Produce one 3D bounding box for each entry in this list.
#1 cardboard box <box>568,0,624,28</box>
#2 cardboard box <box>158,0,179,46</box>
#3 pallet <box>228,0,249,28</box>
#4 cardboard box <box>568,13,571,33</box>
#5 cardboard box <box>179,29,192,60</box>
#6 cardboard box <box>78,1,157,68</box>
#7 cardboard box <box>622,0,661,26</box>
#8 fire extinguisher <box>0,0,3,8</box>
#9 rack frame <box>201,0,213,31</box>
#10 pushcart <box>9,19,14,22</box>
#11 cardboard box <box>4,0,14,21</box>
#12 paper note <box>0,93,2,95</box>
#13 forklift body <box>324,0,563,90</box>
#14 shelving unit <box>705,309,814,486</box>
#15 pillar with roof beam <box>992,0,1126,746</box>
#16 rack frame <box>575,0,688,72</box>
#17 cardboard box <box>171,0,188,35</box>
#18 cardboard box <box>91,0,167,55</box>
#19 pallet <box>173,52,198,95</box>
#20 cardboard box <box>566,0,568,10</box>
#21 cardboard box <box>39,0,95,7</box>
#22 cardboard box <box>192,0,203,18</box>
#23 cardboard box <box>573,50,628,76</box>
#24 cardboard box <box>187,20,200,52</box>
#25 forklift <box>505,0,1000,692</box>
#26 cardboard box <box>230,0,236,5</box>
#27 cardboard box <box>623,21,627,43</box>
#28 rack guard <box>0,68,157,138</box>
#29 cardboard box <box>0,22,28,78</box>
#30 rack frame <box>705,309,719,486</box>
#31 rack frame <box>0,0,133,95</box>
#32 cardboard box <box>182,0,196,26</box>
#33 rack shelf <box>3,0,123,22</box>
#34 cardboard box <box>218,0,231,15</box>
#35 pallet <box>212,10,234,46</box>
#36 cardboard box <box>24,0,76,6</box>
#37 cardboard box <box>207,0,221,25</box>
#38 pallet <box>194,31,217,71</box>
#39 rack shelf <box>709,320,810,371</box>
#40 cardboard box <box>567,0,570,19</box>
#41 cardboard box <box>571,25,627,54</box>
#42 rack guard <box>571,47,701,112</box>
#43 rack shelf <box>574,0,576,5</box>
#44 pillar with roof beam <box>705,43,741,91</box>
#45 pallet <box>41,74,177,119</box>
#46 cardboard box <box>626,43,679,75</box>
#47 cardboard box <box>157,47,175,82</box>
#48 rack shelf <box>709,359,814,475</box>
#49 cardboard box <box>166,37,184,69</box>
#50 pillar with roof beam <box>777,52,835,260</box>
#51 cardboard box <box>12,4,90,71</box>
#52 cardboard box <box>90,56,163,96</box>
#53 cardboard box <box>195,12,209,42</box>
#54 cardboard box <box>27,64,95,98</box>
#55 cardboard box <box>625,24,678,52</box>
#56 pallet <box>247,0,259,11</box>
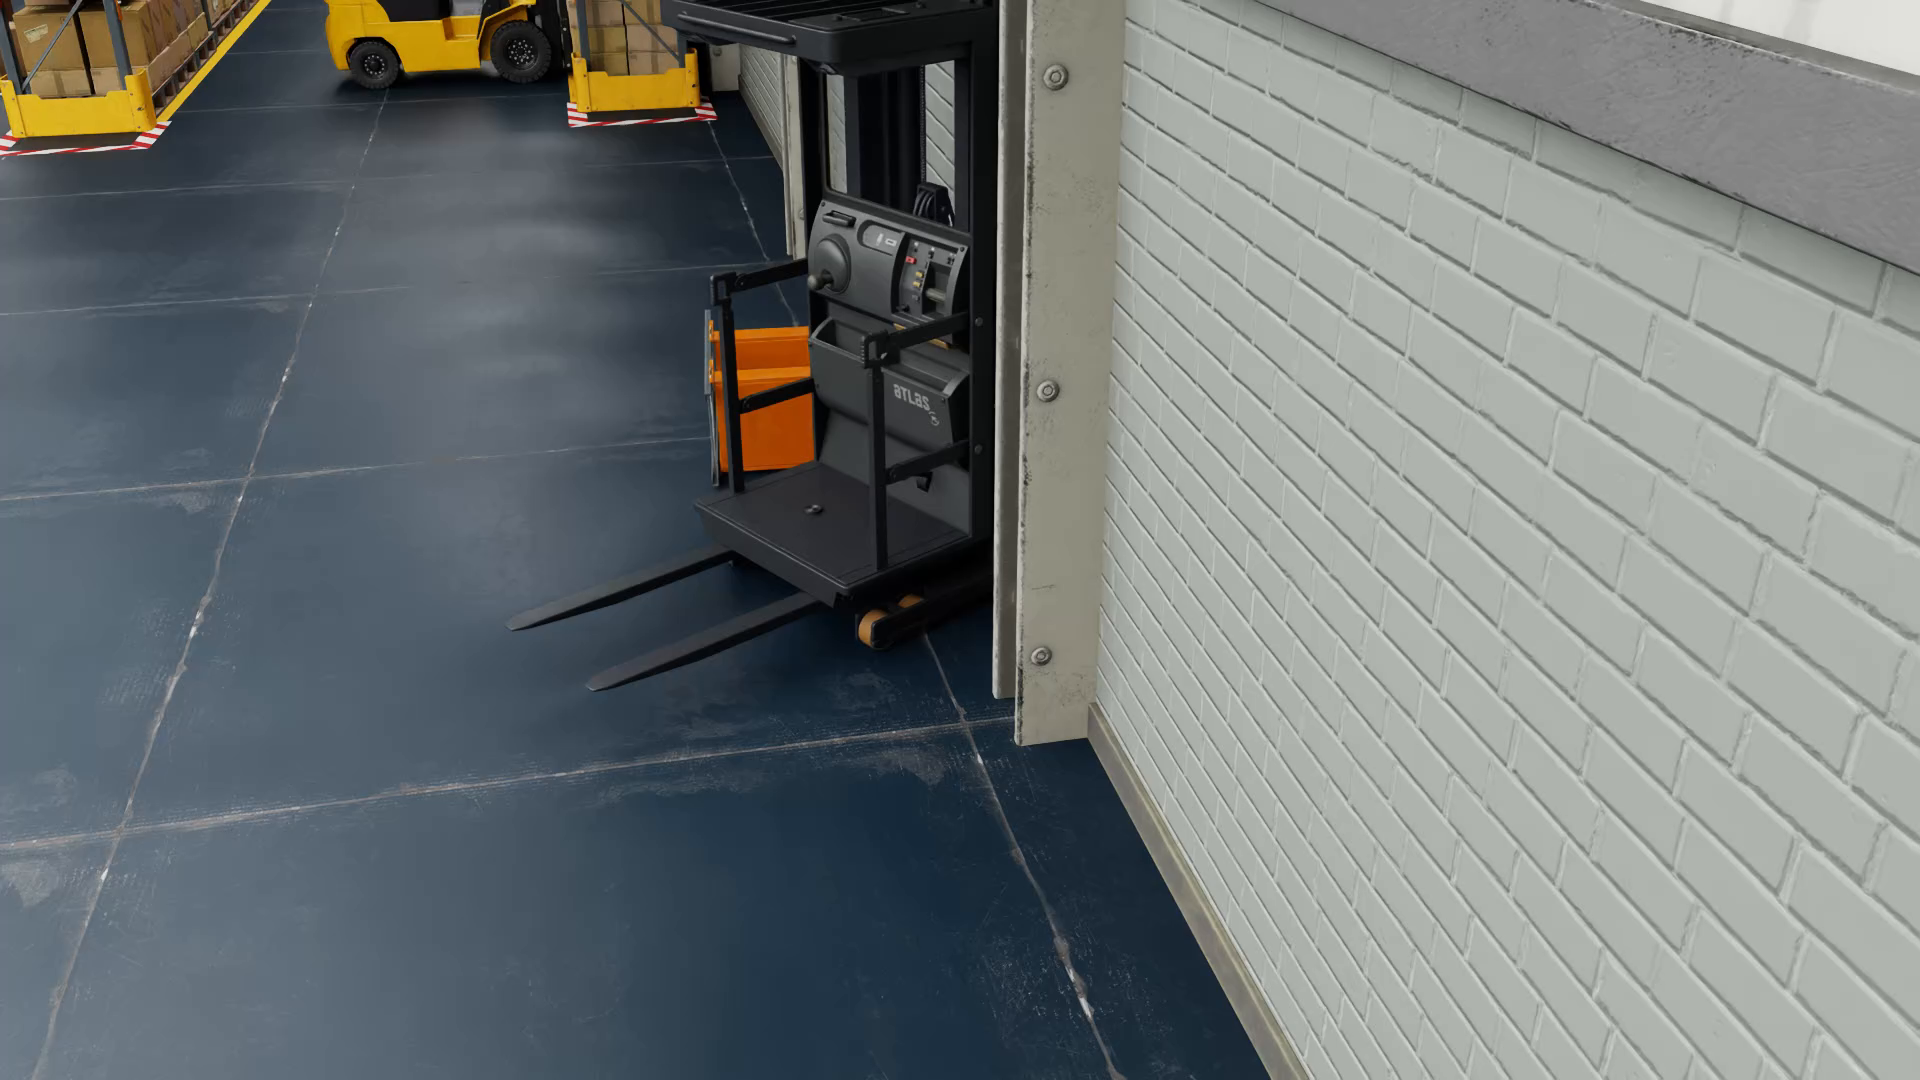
[{"bbox_3d":[-3.511,-5.118,16.037,0.500,0.250,0.500,-5,27,-10],"label":"cardboard box"},{"bbox_3d":[-8.084,-5.173,16.423,0.500,0.500,0.500,-5,27,-11],"label":"cardboard box"},{"bbox_3d":[-9.296,-6.425,20.245,1.003,0.211,1.213,-6,27,-12],"label":"pallet"},{"bbox_3d":[-3.757,-5.352,17.055,0.500,0.250,0.500,-7,28,-13],"label":"cardboard box"},{"bbox_3d":[-8.205,-5.063,17.037,0.500,0.250,0.500,-6,27,-11],"label":"cardboard box"},{"bbox_3d":[-7.857,-4.723,15.531,0.500,0.500,0.500,-7,28,-13],"label":"cardboard box"},{"bbox_3d":[-3.028,-5.178,16.155,0.500,0.250,0.500,-6,27,-12],"label":"cardboard box"},{"bbox_3d":[-8.362,-4.904,14.223,0.296,0.674,0.183,-6,27,-12],"label":"fire extinguisher"},{"bbox_3d":[-8.840,-6.791,17.877,1.000,3.000,0.127,-6,27,-12],"label":"rack frame"},{"bbox_3d":[-11.050,-5.367,17.965,1.648,0.377,0.936,-16,31,-29],"label":"pushcart"},{"bbox_3d":[-10.568,-5.820,17.885,0.500,0.500,0.500,-6,27,-12],"label":"cardboard box"},{"bbox_3d":[-9.475,-4.434,16.500,0.142,0.019,0.148,-16,31,-29],"label":"paper note"},{"bbox_3d":[-5.309,-5.809,16.873,2.313,2.155,1.214,-6,27,-12],"label":"forklift body"},{"bbox_3d":[-0.782,-0.789,8.666,1.048,0.538,1.125,-4,29,-6],"label":"shelving unit"},{"bbox_3d":[-3.873,-2.911,3.531,9.100,9.000,0.400,-6,27,-12],"label":"pillar with roof beam"},{"bbox_3d":[-3.104,-5.541,15.399,1.000,3.000,0.127,-6,27,-12],"label":"rack frame"},{"bbox_3d":[-8.213,-5.407,16.886,0.500,0.500,0.500,-5,27,-9],"label":"cardboard box"},{"bbox_3d":[-7.979,-4.952,15.985,0.500,0.500,0.500,-7,28,-14],"label":"cardboard box"},{"bbox_3d":[-8.376,-4.719,16.865,1.003,0.211,1.213,-6,27,-12],"label":"pallet"},{"bbox_3d":[-3.756,-5.562,16.917,0.500,0.250,0.500,-6,27,-11],"label":"cardboard box"},{"bbox_3d":[-8.494,-4.884,15.851,0.500,0.500,0.500,-5,27,-10],"label":"cardboard box"},{"bbox_3d":[-8.446,-5.854,17.772,0.500,0.500,0.500,-6,27,-12],"label":"cardboard box"},{"bbox_3d":[-3.517,-4.675,16.269,0.500,0.250,0.500,-6,27,-11],"label":"cardboard box"},{"bbox_3d":[-8.315,-5.286,17.480,0.500,0.250,0.500,-7,28,-13],"label":"cardboard box"},{"bbox_3d":[-0.461,-1.120,6.716,3.031,2.935,1.130,-22,34,-37],"label":"forklift"},{"bbox_3d":[-9.285,-6.656,20.059,0.950,0.372,0.625,-5,27,-10],"label":"cardboard box"},{"bbox_3d":[-3.131,-5.171,16.696,0.500,0.250,0.500,-6,27,-12],"label":"cardboard box"},{"bbox_3d":[-7.956,-3.953,15.027,1.175,0.500,0.348,-6,27,-12],"label":"rack guard"},{"bbox_3d":[-9.925,-5.068,17.233,0.500,0.500,0.500,13,30,24],"label":"cardboard box"},{"bbox_3d":[-1.286,-0.755,8.609,0.032,0.500,1.125,-4,29,-6],"label":"rack frame"},{"bbox_3d":[-7.939,-5.035,14.397,1.000,3.000,0.127,-6,27,-12],"label":"rack frame"},{"bbox_3d":[-8.329,-5.631,17.330,0.500,0.500,0.500,-5,27,-11],"label":"cardboard box"},{"bbox_3d":[-8.390,-5.592,16.299,1.077,0.370,4.000,-6,27,-12],"label":"rack shelf"},{"bbox_3d":[-9.126,-6.351,19.454,0.950,0.372,0.625,-4,27,-8],"label":"cardboard box"},{"bbox_3d":[-9.017,-5.888,19.182,1.003,0.211,1.213,-6,27,-12],"label":"pallet"},{"bbox_3d":[-8.522,-5.099,15.557,0.380,0.149,0.250,-5,27,-10],"label":"cardboard box"},{"bbox_3d":[-8.961,-6.036,18.830,0.950,0.372,0.625,-6,27,-11],"label":"cardboard box"},{"bbox_3d":[-8.655,-5.255,17.928,1.003,0.211,1.213,-6,27,-12],"label":"pallet"},{"bbox_3d":[-0.814,-0.906,8.878,1.000,0.538,0.278,-4,29,-6],"label":"rack shelf"},{"bbox_3d":[-3.632,-5.342,16.480,0.500,0.250,0.500,-5,27,-11],"label":"cardboard box"},{"bbox_3d":[-3.518,-4.906,16.172,0.500,0.250,0.500,-6,27,-12],"label":"cardboard box"},{"bbox_3d":[-3.098,-4.415,15.942,1.175,0.500,0.348,-6,27,-12],"label":"rack guard"},{"bbox_3d":[-3.554,-6.098,17.301,1.077,0.370,4.000,-6,27,-12],"label":"rack shelf"},{"bbox_3d":[-6.577,-8.179,13.968,9.100,9.000,0.400,-6,27,-12],"label":"pillar with roof beam"},{"bbox_3d":[-8.105,-4.184,15.806,1.003,0.211,1.213,-6,27,-12],"label":"pallet"},{"bbox_3d":[-3.024,-4.737,16.391,0.500,0.250,0.500,-6,27,-11],"label":"cardboard box"},{"bbox_3d":[-7.959,-4.602,16.125,0.500,0.250,0.500,-5,27,-10],"label":"cardboard box"},{"bbox_3d":[-0.744,-0.648,8.412,1.000,0.538,0.278,-4,29,-6],"label":"rack shelf"},{"bbox_3d":[-8.094,-4.841,16.597,0.500,0.250,0.500,-4,27,-8],"label":"cardboard box"},{"bbox_3d":[-5.225,-5.545,8.750,9.100,9.000,0.400,-6,27,-12],"label":"pillar with roof beam"},{"bbox_3d":[-8.374,-4.655,15.398,0.500,0.500,0.500,-6,27,-11],"label":"cardboard box"},{"bbox_3d":[-7.851,-4.378,15.680,0.500,0.250,0.500,-6,27,-12],"label":"cardboard box"},{"bbox_3d":[-8.445,-5.519,17.941,0.500,0.250,0.500,-5,27,-9],"label":"cardboard box"},{"bbox_3d":[-8.389,-4.334,15.592,0.500,0.250,0.500,-6,27,-12],"label":"cardboard box"},{"bbox_3d":[-3.007,-4.952,16.262,0.500,0.250,0.500,-5,27,-11],"label":"cardboard box"},{"bbox_3d":[-9.567,-6.959,21.304,1.003,0.211,1.213,-6,27,-12],"label":"pallet"}]
